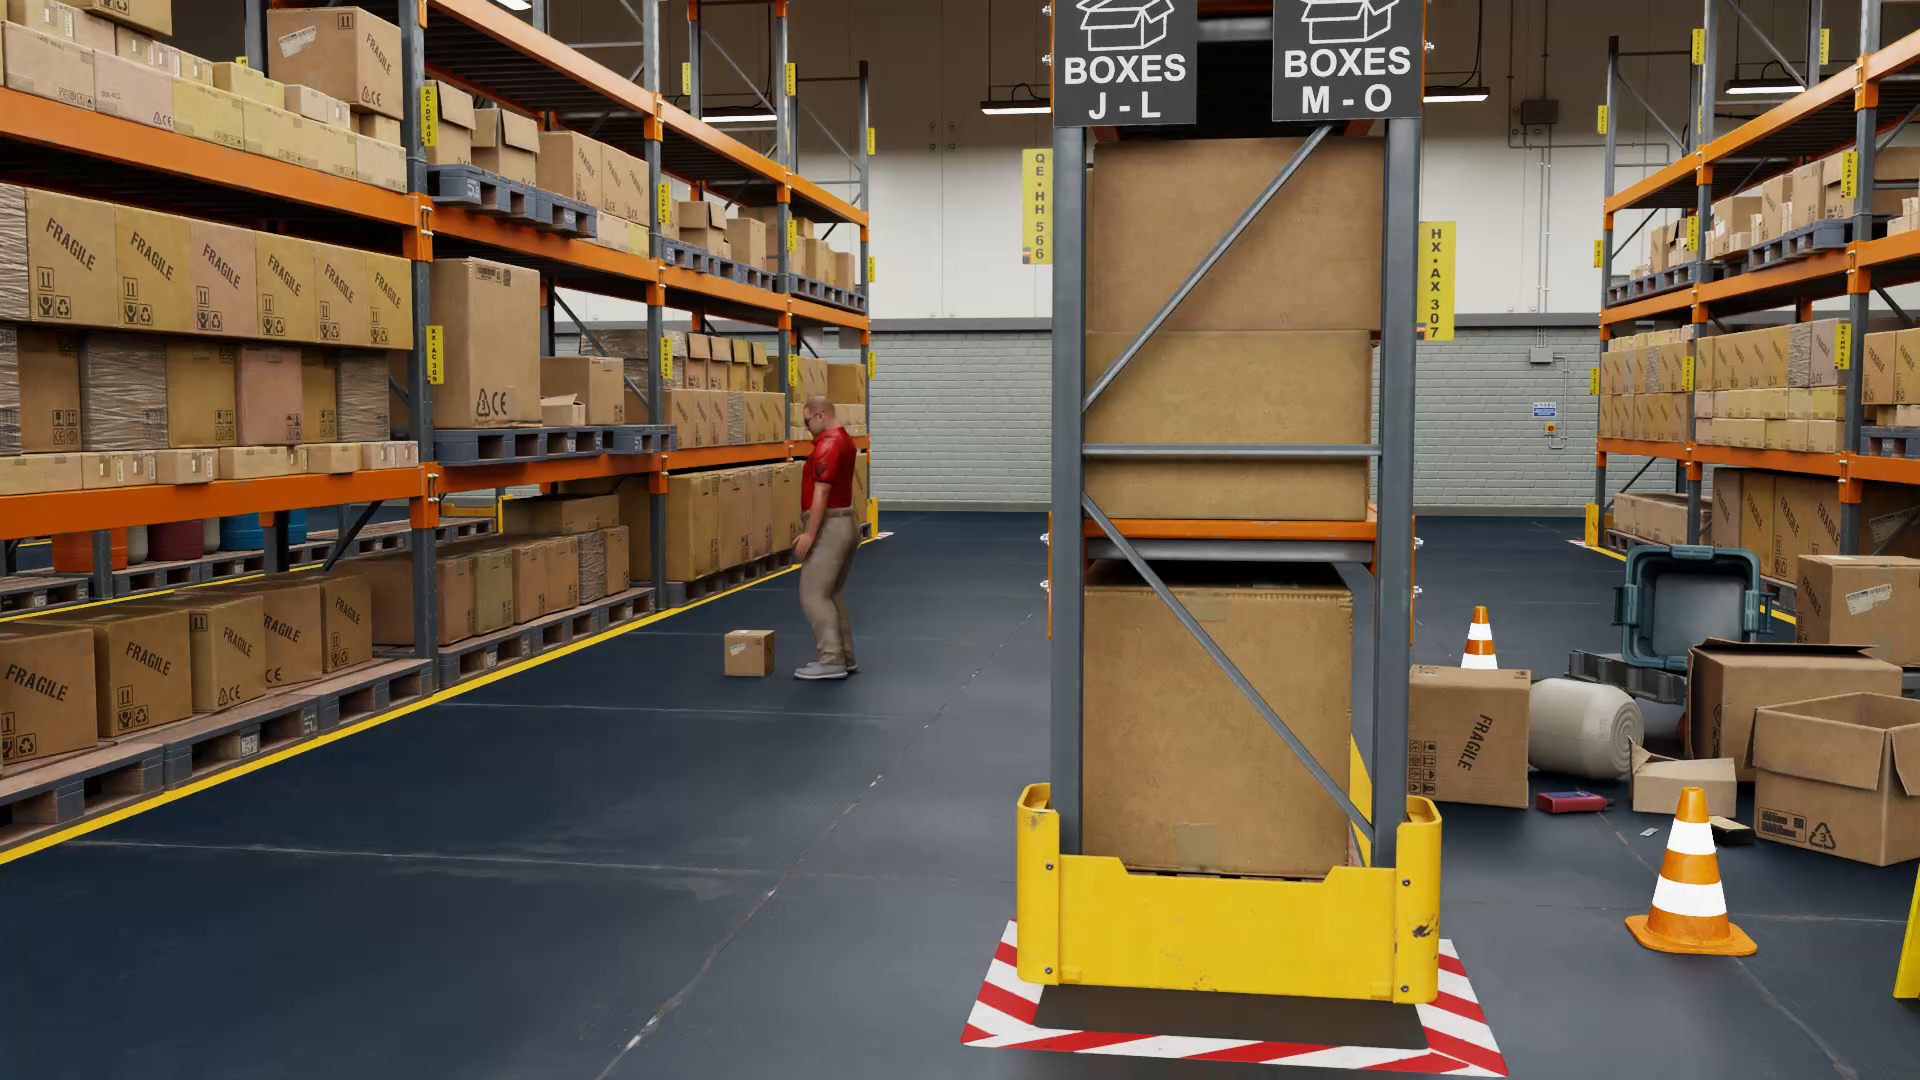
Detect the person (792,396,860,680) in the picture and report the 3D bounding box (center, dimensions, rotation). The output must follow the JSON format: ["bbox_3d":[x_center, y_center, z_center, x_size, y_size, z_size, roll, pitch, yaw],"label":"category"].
[{"bbox_3d":[-0.812,-0.015,10.119,0.367,1.714,0.538,1,4,10],"label":"person"}]
